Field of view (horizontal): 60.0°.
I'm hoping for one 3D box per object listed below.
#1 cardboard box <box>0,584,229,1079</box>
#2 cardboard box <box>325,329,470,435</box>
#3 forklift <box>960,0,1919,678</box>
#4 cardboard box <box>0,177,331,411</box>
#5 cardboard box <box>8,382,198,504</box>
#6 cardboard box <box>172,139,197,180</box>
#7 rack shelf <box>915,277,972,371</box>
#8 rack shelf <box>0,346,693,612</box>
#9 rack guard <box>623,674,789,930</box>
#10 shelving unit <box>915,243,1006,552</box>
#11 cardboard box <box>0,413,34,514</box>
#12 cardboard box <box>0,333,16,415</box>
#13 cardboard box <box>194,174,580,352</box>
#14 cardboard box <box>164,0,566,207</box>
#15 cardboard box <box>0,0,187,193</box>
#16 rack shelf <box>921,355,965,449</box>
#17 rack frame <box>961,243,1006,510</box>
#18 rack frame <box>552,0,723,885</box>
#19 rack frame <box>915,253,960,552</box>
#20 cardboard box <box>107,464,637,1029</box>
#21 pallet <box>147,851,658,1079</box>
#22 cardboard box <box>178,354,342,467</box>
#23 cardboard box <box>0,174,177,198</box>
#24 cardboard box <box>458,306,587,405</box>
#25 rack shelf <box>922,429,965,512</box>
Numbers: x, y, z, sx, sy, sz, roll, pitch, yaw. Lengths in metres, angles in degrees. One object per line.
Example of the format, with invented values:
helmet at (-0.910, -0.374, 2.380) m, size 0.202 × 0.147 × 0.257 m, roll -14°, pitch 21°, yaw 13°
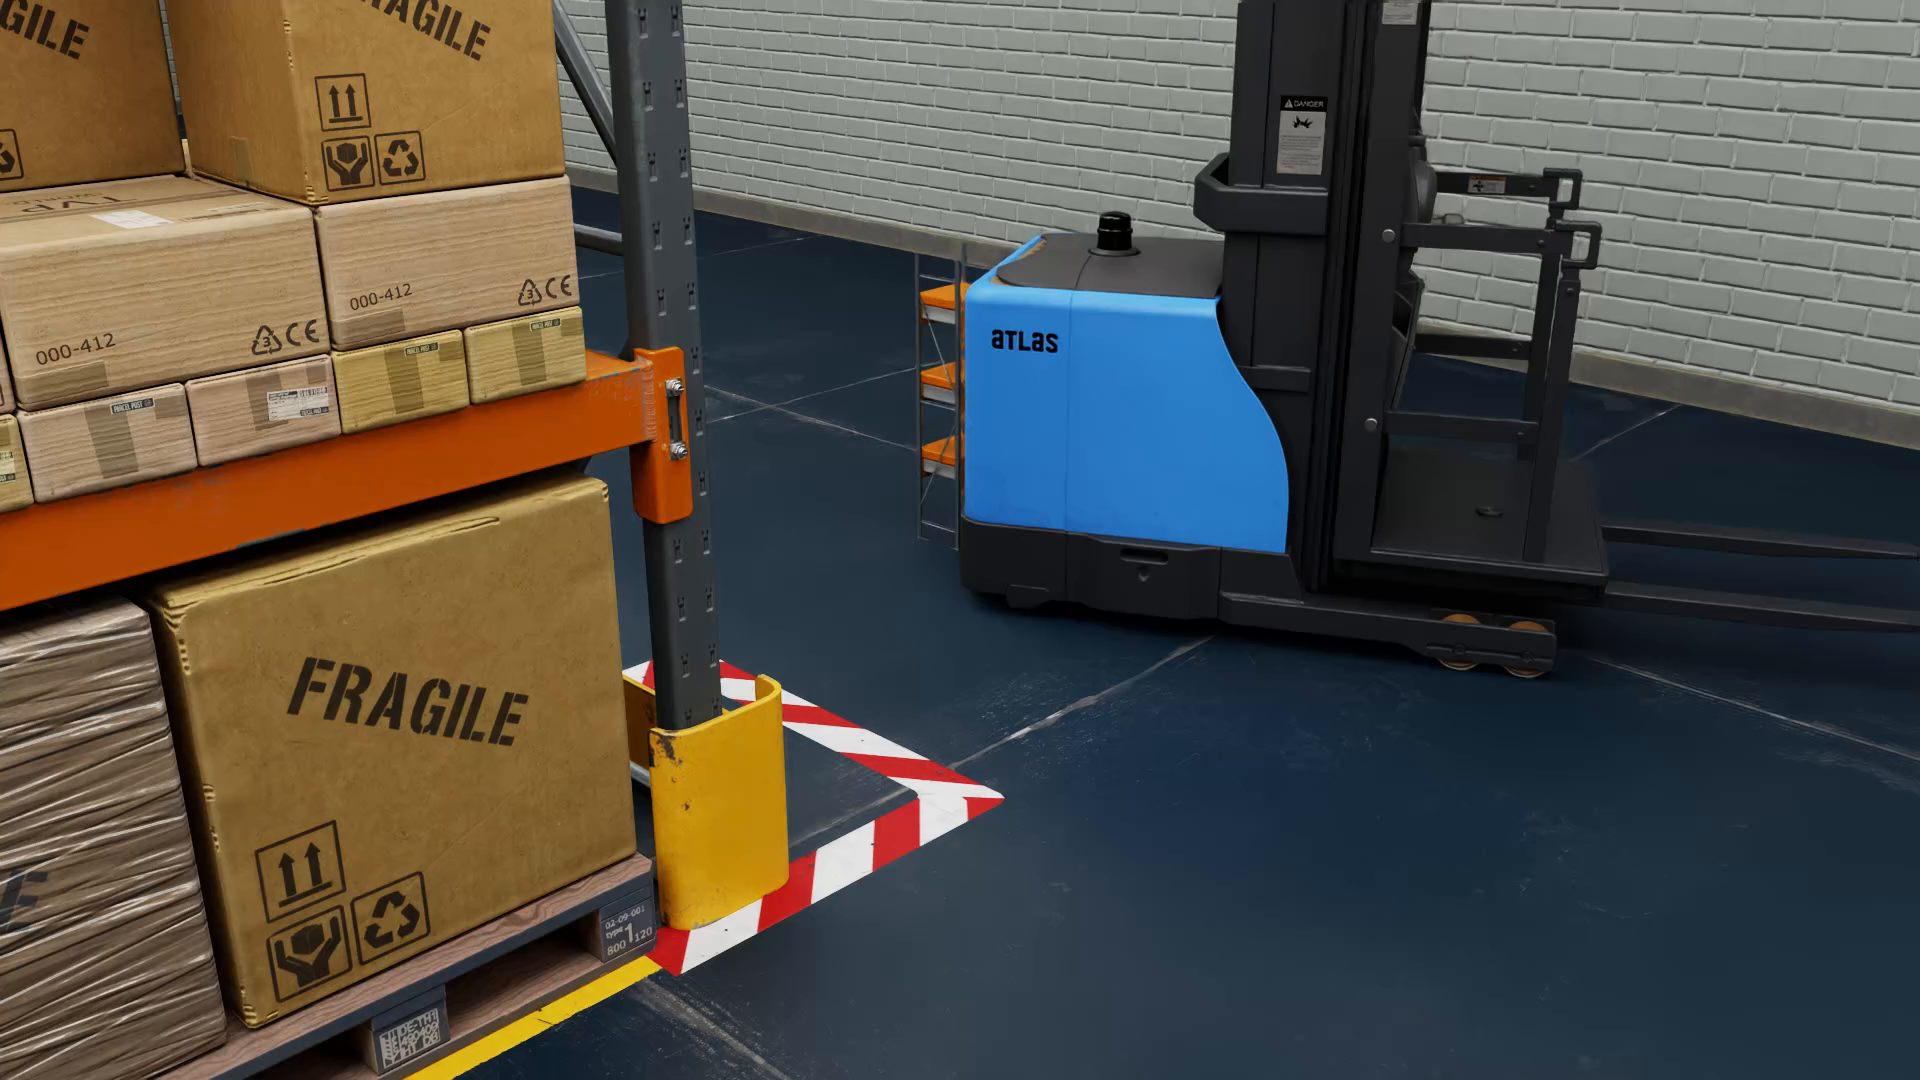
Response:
cardboard box at (-1.960, 0.525, 2.904) m, size 0.875 × 0.875 × 0.875 m, roll 19°, pitch 28°, yaw 41°
cardboard box at (-1.129, -0.331, 3.104) m, size 0.380 × 0.149 × 0.250 m, roll 20°, pitch 28°, yaw 41°
forklift at (1.576, -1.166, 5.023) m, size 3.031 × 2.935 × 1.130 m, roll 6°, pitch 22°, yaw 15°
cardboard box at (-1.439, -0.437, 2.825) m, size 0.500 × 0.250 × 0.500 m, roll 19°, pitch 28°, yaw 40°
cardboard box at (-1.481, -0.202, 2.770) m, size 0.250 × 0.149 × 0.380 m, roll -20°, pitch 28°, yaw -41°
cardboard box at (-1.465, -0.702, 3.515) m, size 0.500 × 0.250 × 0.500 m, roll 18°, pitch 28°, yaw 39°
rack shelf at (0.003, -0.760, 5.826) m, size 0.215 × 0.259 × 0.240 m, roll 17°, pitch 27°, yaw 38°
rack shelf at (-2.332, 0.161, 2.478) m, size 1.077 × 0.370 × 4.000 m, roll 19°, pitch 28°, yaw 41°
rack guard at (-0.920, 0.471, 4.151) m, size 1.175 × 0.500 × 0.348 m, roll 19°, pitch 28°, yaw 41°
shelving unit at (0.003, -0.505, 5.924) m, size 0.215 × 1.050 × 0.252 m, roll 17°, pitch 27°, yaw 38°
cardboard box at (-1.660, -0.135, 2.595) m, size 0.380 × 0.149 × 0.250 m, roll 18°, pitch 28°, yaw 39°
cardboard box at (-1.793, -0.306, 2.484) m, size 0.500 × 0.250 × 0.500 m, roll 18°, pitch 27°, yaw 39°
cardboard box at (-1.084, -0.567, 3.163) m, size 0.500 × 0.250 × 0.500 m, roll 19°, pitch 28°, yaw 40°
cardboard box at (-1.088, -0.917, 3.029) m, size 0.500 × 0.500 × 0.500 m, roll 20°, pitch 29°, yaw 41°
cardboard box at (-1.813, -0.924, 3.046) m, size 0.500 × 0.500 × 0.500 m, roll 18°, pitch 28°, yaw 39°
rack shelf at (0.003, -0.495, 5.928) m, size 0.215 × 0.259 × 0.240 m, roll 17°, pitch 27°, yaw 38°
rack frame at (0.083, -0.538, 6.011) m, size 0.200 × 1.050 × 0.008 m, roll 17°, pitch 27°, yaw 38°
rack frame at (-0.936, -0.689, 3.687) m, size 1.000 × 3.000 × 0.127 m, roll 19°, pitch 28°, yaw 41°
rack frame at (-0.077, -0.472, 5.838) m, size 0.200 × 1.050 × 0.008 m, roll 17°, pitch 27°, yaw 38°
cardboard box at (-1.326, 0.291, 3.513) m, size 0.875 × 0.875 × 0.875 m, roll 19°, pitch 28°, yaw 41°
pallet at (-1.438, 0.838, 3.601) m, size 1.003 × 0.211 × 1.213 m, roll 19°, pitch 28°, yaw 41°
cardboard box at (-1.306, -0.266, 2.936) m, size 0.380 × 0.149 × 0.250 m, roll 19°, pitch 28°, yaw 41°
cardboard box at (-1.823, -0.567, 3.163) m, size 0.500 × 0.250 × 0.500 m, roll 19°, pitch 28°, yaw 40°
cardboard box at (-0.949, -0.398, 3.279) m, size 0.250 × 0.149 × 0.380 m, roll -20°, pitch 28°, yaw -41°
rack shelf at (0.003, -0.235, 6.028) m, size 0.215 × 0.259 × 0.240 m, roll 17°, pitch 27°, yaw 38°
